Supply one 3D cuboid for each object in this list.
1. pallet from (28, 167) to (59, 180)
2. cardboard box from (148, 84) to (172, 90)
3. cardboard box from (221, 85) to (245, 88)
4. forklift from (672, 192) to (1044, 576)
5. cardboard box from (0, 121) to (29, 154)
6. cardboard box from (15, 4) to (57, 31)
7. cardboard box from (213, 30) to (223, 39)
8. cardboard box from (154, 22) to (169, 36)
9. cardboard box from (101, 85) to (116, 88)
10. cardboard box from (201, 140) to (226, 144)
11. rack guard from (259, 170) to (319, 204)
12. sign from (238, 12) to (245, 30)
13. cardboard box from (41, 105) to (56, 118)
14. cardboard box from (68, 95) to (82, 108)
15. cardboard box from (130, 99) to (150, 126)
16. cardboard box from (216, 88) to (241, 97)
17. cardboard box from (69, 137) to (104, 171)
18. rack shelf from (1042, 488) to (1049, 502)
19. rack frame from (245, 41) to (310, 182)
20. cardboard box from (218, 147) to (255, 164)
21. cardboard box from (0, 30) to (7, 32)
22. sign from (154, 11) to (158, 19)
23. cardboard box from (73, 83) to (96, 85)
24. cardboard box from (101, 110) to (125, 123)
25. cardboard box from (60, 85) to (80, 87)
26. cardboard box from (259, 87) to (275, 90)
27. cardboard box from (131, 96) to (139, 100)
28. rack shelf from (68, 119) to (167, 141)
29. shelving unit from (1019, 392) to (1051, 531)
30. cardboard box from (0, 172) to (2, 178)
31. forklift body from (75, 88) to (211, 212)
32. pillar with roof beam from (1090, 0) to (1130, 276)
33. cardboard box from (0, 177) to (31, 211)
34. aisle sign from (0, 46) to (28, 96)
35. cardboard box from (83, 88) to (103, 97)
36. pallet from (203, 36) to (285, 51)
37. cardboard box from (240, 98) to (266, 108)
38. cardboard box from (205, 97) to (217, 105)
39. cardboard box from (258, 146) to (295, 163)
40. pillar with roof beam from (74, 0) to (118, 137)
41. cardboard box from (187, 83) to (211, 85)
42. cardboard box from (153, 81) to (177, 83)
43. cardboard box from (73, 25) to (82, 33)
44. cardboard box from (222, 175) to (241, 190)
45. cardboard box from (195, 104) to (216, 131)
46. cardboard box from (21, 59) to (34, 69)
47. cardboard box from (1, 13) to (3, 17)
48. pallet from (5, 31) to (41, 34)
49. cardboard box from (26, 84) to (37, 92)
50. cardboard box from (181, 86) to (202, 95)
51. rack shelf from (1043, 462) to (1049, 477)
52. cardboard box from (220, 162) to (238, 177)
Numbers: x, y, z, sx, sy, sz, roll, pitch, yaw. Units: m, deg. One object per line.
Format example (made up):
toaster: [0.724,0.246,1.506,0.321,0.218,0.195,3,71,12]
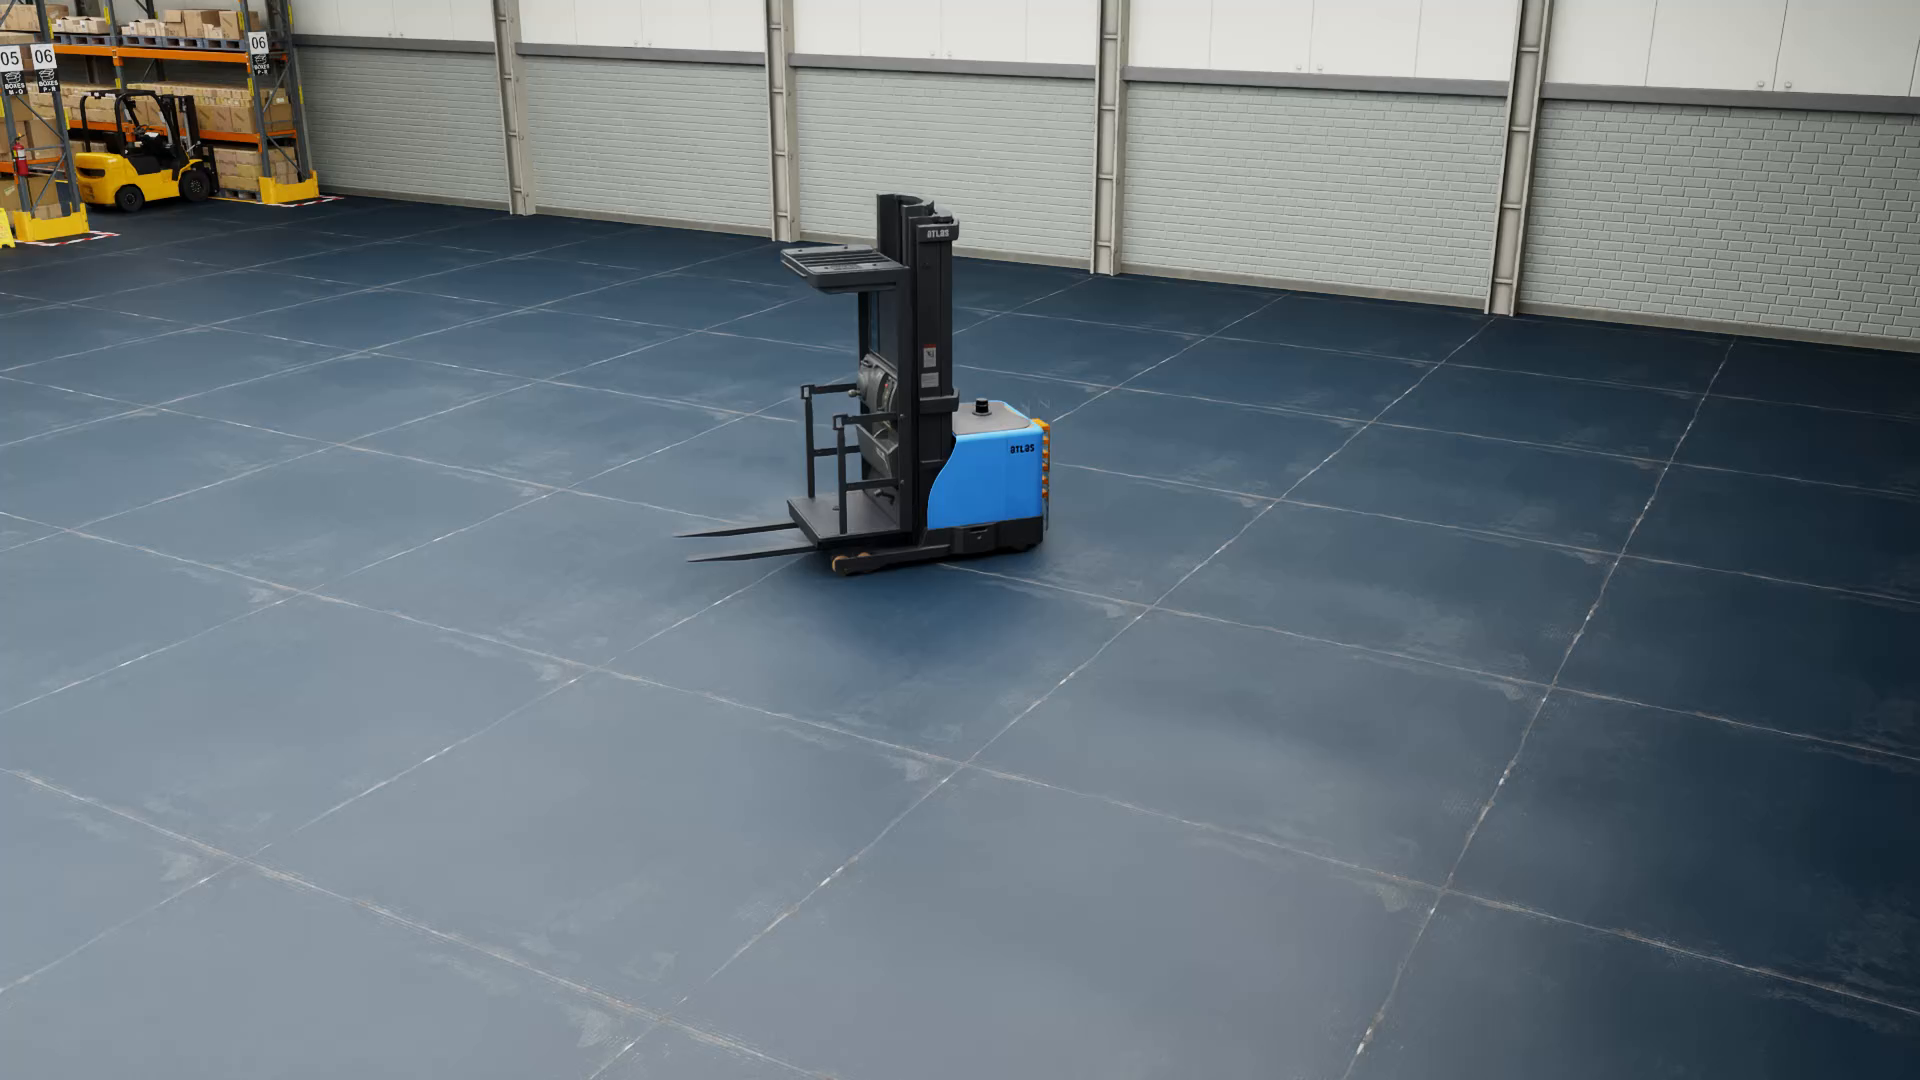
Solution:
pallet: [-19.570,-8.037,36.212,1.213,0.211,1.003,11,23,27]
cardboard box: [-16.144,-9.125,33.588,0.250,0.149,0.380,10,22,26]
cardboard box: [-14.556,-9.025,33.313,0.250,0.149,0.380,10,22,26]
forklift: [-0.864,-1.285,13.609,3.031,2.935,1.130,-7,21,-19]
cardboard box: [-16.311,-6.883,28.357,0.500,0.500,0.500,10,22,26]
cardboard box: [-19.266,-10.951,34.847,0.500,0.500,0.700,10,22,26]
cardboard box: [-14.157,-9.750,32.051,0.250,0.149,0.380,10,22,26]
cardboard box: [-15.630,-10.085,32.805,0.258,0.266,0.396,10,22,26]
cardboard box: [-17.844,-9.493,35.037,0.250,0.149,0.380,11,23,27]
cardboard box: [-15.369,-8.014,34.009,0.500,0.250,0.500,11,23,28]
rack guard: [-13.264,-6.987,32.893,0.348,0.500,1.175,11,23,27]
sign: [-13.562,-9.796,31.390,0.005,0.325,0.100,11,23,27]
cardboard box: [-19.111,-9.111,35.302,0.500,0.250,0.500,10,22,26]
cardboard box: [-18.227,-9.171,34.736,0.500,0.250,0.500,11,23,28]
cardboard box: [-16.517,-8.727,33.877,0.500,0.500,0.500,10,22,26]
cardboard box: [-14.354,-8.785,32.651,0.250,0.149,0.380,11,23,28]
cardboard box: [-18.569,-8.251,35.580,0.625,0.625,0.875,10,22,25]
rack shelf: [0.643,-0.401,14.546,0.180,0.103,0.258,-7,21,-19]
rack frame: [-13.285,-8.166,32.478,0.127,3.000,1.000,11,23,27]
cardboard box: [-14.288,-7.608,32.889,0.500,0.250,0.500,11,23,28]
cardboard box: [-20.836,-10.849,35.696,0.500,0.250,0.500,10,22,26]
sign: [-16.508,-10.687,34.155,0.005,0.325,0.100,11,23,27]
cardboard box: [-18.710,-9.680,35.553,0.250,0.149,0.380,10,22,26]
cardboard box: [-17.345,-8.767,34.354,0.500,0.250,0.500,11,23,29]
cardboard box: [-18.729,-9.482,35.007,0.250,0.149,0.380,11,23,27]
cardboard box: [-13.676,-8.840,32.802,0.250,0.149,0.380,12,23,29]
cardboard box: [-16.627,-9.052,33.822,0.250,0.149,0.380,10,22,26]
rack shelf: [-18.523,-8.826,35.351,4.000,0.370,1.077,11,23,27]
shelving unit: [0.643,-0.669,14.449,0.189,1.200,0.258,-7,21,-19]
cardboard box: [-16.882,-6.347,28.828,0.250,0.149,0.380,12,23,29]
forklift body: [-15.830,-7.539,31.995,1.214,2.155,2.313,11,23,27]
pillar with roof beam: [0.161,-7.095,20.728,0.400,9.000,9.100,11,23,27]
cardboard box: [-16.529,-6.001,28.825,0.500,0.500,0.500,11,23,28]
aisle sign: [-15.790,-7.813,27.693,0.004,0.787,0.394,11,23,27]
cardboard box: [-17.900,-9.272,34.429,0.250,0.149,0.380,10,22,26]
pallet: [-13.890,-9.660,32.327,1.213,0.211,1.003,11,23,27]
cardboard box: [-13.724,-8.492,32.279,0.250,0.149,0.380,11,23,28]
cardboard box: [-14.626,-8.662,32.748,0.250,0.149,0.380,10,22,26]
cardboard box: [-13.612,-7.677,33.080,0.500,0.250,0.500,10,22,26]
pillar with roof beam: [-20.791,-11.086,31.731,0.400,9.000,9.100,11,23,27]
cardboard box: [-15.449,-9.194,33.777,0.250,0.149,0.380,10,22,26]
cardboard box: [-16.351,-9.360,34.235,0.250,0.149,0.380,11,23,27]
cardboard box: [-17.885,-10.460,34.009,0.250,0.149,0.380,11,23,27]
cardboard box: [-14.279,-7.140,33.067,0.500,0.250,0.500,11,23,27]
cardboard box: [-14.739,-8.391,32.951,0.500,0.500,0.500,10,22,26]
cardboard box: [-15.834,-8.131,28.352,0.250,0.149,0.380,11,23,27]
cardboard box: [-20.456,-11.307,35.937,0.250,0.149,0.380,10,22,25]
pallet: [-19.633,-10.731,35.428,1.003,0.211,1.213,12,23,30]
cardboard box: [-19.664,-9.628,35.412,0.250,0.149,0.380,11,23,29]
cardboard box: [-15.254,-8.955,33.118,0.250,0.149,0.380,11,23,28]
rack shelf: [0.643,-0.627,14.464,0.180,0.103,0.258,-7,21,-19]
cardboard box: [-14.295,-7.380,32.995,0.500,0.250,0.500,11,22,27]
